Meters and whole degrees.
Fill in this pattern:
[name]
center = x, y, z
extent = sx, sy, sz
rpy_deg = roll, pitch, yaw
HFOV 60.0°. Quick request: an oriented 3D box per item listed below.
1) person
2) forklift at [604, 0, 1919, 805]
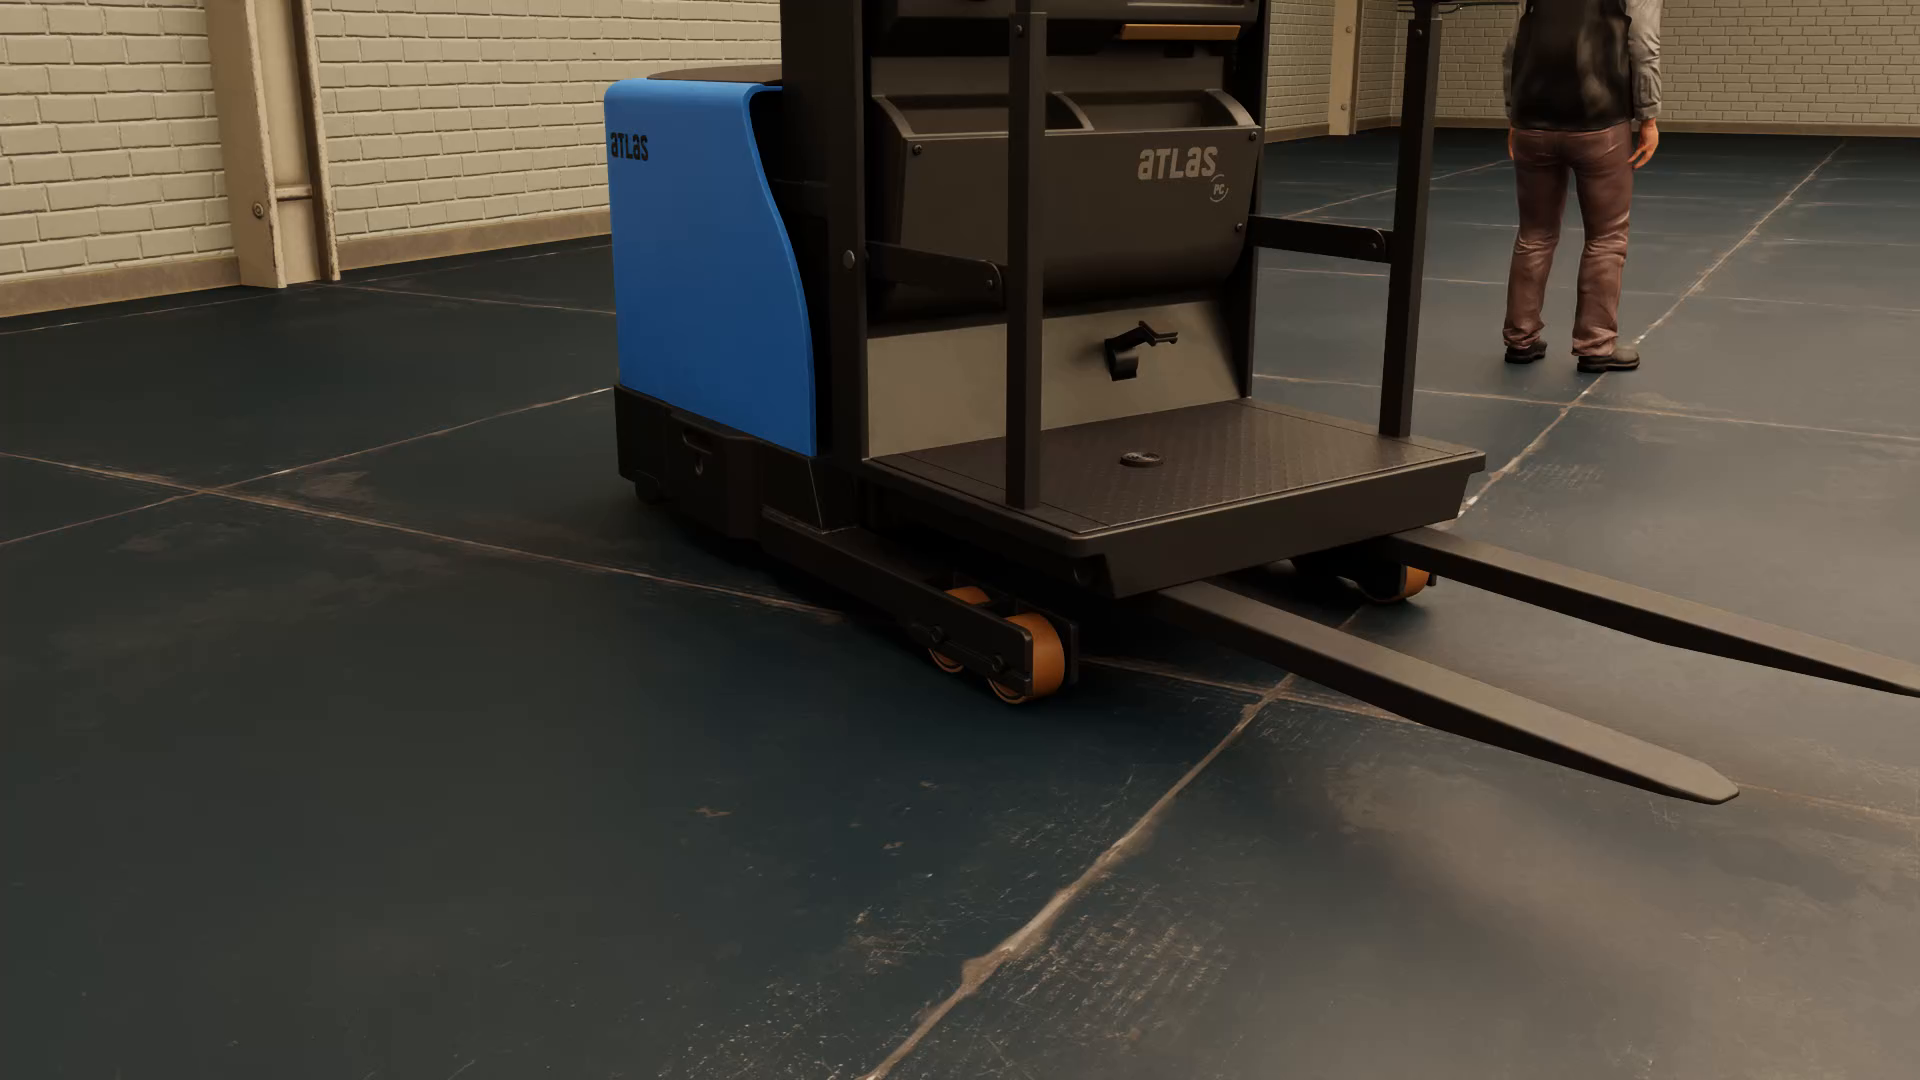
[person]
center = 2.241, -1.493, 6.067
extent = 0.415, 1.721, 0.580
rpy_deg = -16, 23, -43
[forklift]
center = 0.361, -1.262, 3.137
extent = 1.130, 2.935, 3.031
rpy_deg = -11, 20, -34
